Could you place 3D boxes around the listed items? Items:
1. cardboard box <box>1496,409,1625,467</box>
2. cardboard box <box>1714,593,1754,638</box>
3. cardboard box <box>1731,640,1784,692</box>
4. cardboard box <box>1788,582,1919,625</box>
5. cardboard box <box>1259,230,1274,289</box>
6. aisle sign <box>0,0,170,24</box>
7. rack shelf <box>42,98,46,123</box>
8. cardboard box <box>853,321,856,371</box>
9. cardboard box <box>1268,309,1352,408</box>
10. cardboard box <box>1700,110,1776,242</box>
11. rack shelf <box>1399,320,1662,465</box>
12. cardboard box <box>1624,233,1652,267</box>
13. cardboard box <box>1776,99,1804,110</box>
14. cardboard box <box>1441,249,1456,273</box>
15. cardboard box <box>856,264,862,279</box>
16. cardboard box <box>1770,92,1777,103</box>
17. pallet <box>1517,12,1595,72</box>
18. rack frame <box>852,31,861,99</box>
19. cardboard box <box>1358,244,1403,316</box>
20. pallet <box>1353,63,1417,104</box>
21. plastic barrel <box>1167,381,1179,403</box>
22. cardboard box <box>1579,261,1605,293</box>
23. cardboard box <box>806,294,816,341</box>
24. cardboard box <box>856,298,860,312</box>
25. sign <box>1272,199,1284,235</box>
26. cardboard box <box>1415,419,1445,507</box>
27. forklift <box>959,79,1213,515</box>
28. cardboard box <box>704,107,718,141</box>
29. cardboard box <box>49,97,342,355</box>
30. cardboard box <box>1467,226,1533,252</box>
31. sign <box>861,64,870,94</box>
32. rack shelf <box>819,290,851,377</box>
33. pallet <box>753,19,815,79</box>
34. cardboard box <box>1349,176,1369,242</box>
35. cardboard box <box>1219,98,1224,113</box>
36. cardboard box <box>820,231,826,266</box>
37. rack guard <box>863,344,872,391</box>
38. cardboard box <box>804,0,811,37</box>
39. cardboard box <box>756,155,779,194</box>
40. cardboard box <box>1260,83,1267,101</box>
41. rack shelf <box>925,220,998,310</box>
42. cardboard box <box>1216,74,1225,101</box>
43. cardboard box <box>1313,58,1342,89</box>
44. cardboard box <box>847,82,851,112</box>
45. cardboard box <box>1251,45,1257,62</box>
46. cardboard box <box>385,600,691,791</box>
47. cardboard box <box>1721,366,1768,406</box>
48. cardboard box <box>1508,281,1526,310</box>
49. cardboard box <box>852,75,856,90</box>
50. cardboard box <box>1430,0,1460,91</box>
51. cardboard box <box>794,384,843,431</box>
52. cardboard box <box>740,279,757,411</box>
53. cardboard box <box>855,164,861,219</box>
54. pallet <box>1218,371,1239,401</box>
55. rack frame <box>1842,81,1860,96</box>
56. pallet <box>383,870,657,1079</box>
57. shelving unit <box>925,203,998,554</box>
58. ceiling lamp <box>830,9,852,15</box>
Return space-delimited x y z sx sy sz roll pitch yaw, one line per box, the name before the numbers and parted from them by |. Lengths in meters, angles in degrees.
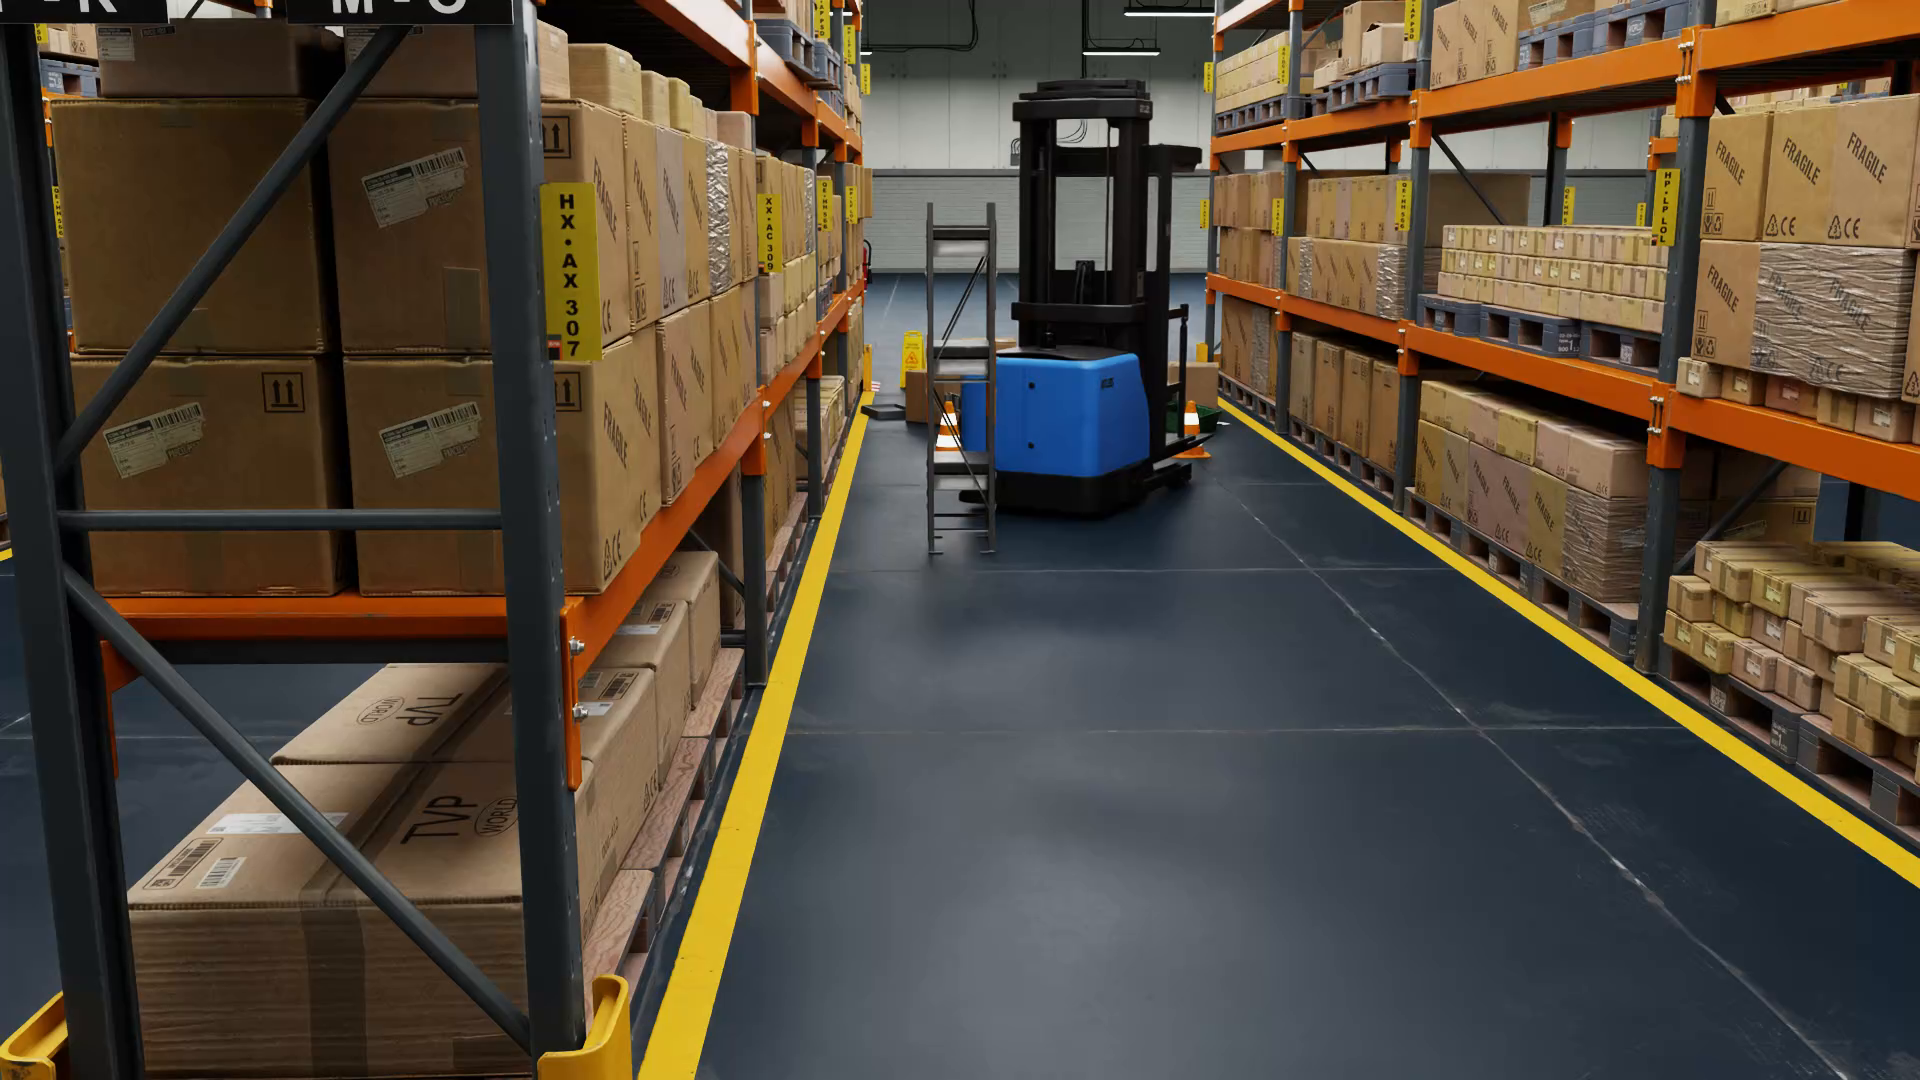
cardboard box | 3.300 -0.569 9.163 0.500 0.250 0.500 -1 11 -4
cardboard box | 3.373 0.303 6.889 0.380 0.149 0.250 0 11 -1
cardboard box | 3.339 0.501 6.659 0.380 0.149 0.250 0 11 -1
cardboard box | 3.419 0.260 6.352 0.380 0.149 0.250 -1 11 -3
cardboard box | 3.371 -2.712 16.008 0.875 0.550 0.550 0 11 -1
aisle sign | -1.582 -1.289 2.831 0.394 0.787 0.004 0 11 -1
rack shelf | -6.360 -2.320 8.714 1.077 0.370 4.000 0 11 -1
cardboard box | -1.287 -1.867 16.189 0.500 0.500 0.500 0 11 1
cardboard box | 3.482 -1.746 15.910 0.875 0.875 0.875 0 11 0
cardboard box | 3.356 -1.460 6.698 0.500 0.500 0.500 0 11 0
rack shelf | 3.549 -0.911 9.316 1.077 0.370 4.000 0 11 -1
cardboard box | 3.381 -1.373 7.861 0.380 0.149 0.250 -1 11 -3
cardboard box | 8.115 -4.047 15.794 0.500 0.250 0.500 0 11 0
cardboard box | 3.317 -1.793 10.680 0.380 0.149 0.250 0 11 1
cardboard box | -1.247 -2.863 17.757 0.380 0.149 0.250 0 11 0
cardboard box | 8.122 -4.321 16.146 0.380 0.149 0.250 0 11 1
pallet | 3.660 -2.574 8.628 1.213 0.211 1.003 0 11 -1
rack frame | -1.604 -6.151 18.247 1.000 3.000 0.127 0 11 -1
cardboard box | 3.221 -1.898 12.118 0.500 0.500 0.500 0 11 -1
pallet | 3.441 -3.167 11.554 1.213 0.211 1.003 0 11 1
plastic barrel | 1.868 -1.413 16.460 0.512 0.421 0.421 9 15 38
cardboard box | 3.366 -1.329 8.393 0.380 0.149 0.250 -1 11 -3
cardboard box | -1.143 -1.346 10.029 0.500 0.250 0.500 0 11 0
cardboard box | -1.250 -2.474 17.551 0.380 0.149 0.250 0 11 0
sign | 2.870 -2.917 15.016 0.100 0.325 0.005 0 11 -1
cardboard box | 3.267 -0.500 10.712 0.500 0.500 0.500 -1 11 -4
forklift | 1.108 -1.854 12.326 1.130 2.935 3.031 6 13 26
cardboard box | -1.135 -1.570 6.355 0.380 0.149 0.250 0 11 0
cardboard box | -1.522 -0.665 3.524 0.500 0.500 0.500 0 11 1
cardboard box | 3.332 -1.841 10.167 0.380 0.149 0.250 0 11 -1
sign | -1.049 -5.113 18.448 0.100 0.325 0.005 0 11 -1
rack shelf | -1.481 -1.666 13.036 1.077 0.370 4.000 0 11 -1
pallet | -1.347 -2.648 8.999 1.003 0.211 1.213 0 11 1
cardboard box | 3.473 -2.594 13.033 0.700 0.500 0.500 0 11 -2
cardboard box | 3.035 -4.733 18.125 0.380 0.149 0.250 0 11 -1
cardboard box | -1.235 -2.215 11.879 0.500 0.500 0.500 0 11 2
rack guard | -1.603 -1.971 19.017 1.175 0.500 0.348 0 11 -1
cardboard box | -1.229 -3.150 9.688 0.700 0.500 0.500 -1 11 -4
cardboard box | -1.078 -1.453 7.413 0.500 0.500 0.500 0 11 0
cardboard box | 3.080 -4.282 15.899 0.380 0.149 0.250 0 11 -1
rack shelf | 0.003 -1.669 10.052 0.431 0.518 0.480 0 11 -1
cardboard box | 3.096 -4.952 18.200 0.500 0.250 0.500 0 11 -1
cardboard box | 3.188 -3.994 14.190 0.258 0.266 0.396 0 11 -2
cardboard box | -1.277 -4.149 15.553 0.500 0.250 0.500 0 11 -2
cardboard box | 3.073 -4.771 16.307 0.380 0.149 0.250 0 11 -2
cardboard box | -1.432 0.527 5.804 0.875 0.438 0.875 -1 11 -3
cardboard box | 3.349 -0.634 6.774 0.380 0.149 0.250 0 11 1
cardboard box | 3.345 -1.391 9.445 0.380 0.149 0.250 0 11 0
cardboard box | -1.237 -4.578 16.663 0.380 0.149 0.250 0 11 0
cardboard box | 3.253 -3.066 10.331 0.500 0.500 0.500 0 11 -1
cardboard box | -1.490 -1.087 13.925 0.950 0.372 0.625 0 11 2
cardboard box | -1.091 -0.784 6.626 0.500 0.500 0.500 0 11 -1
cardboard box | -1.303 -3.291 15.721 0.700 0.500 0.500 0 11 -1
pallet | 3.437 -1.726 18.538 1.003 0.211 1.213 0 11 -1
rack frame | 8.386 -5.397 14.528 1.000 3.000 0.127 0 11 -1
pallet | -1.369 1.177 4.225 1.003 0.211 1.213 0 11 -1
shelving unit | 0.003 -0.996 10.188 0.431 2.100 0.503 0 11 -1
ceiling lamp | -3.057 -12.253 33.640 2.000 3.185 0.800 0 11 -1
